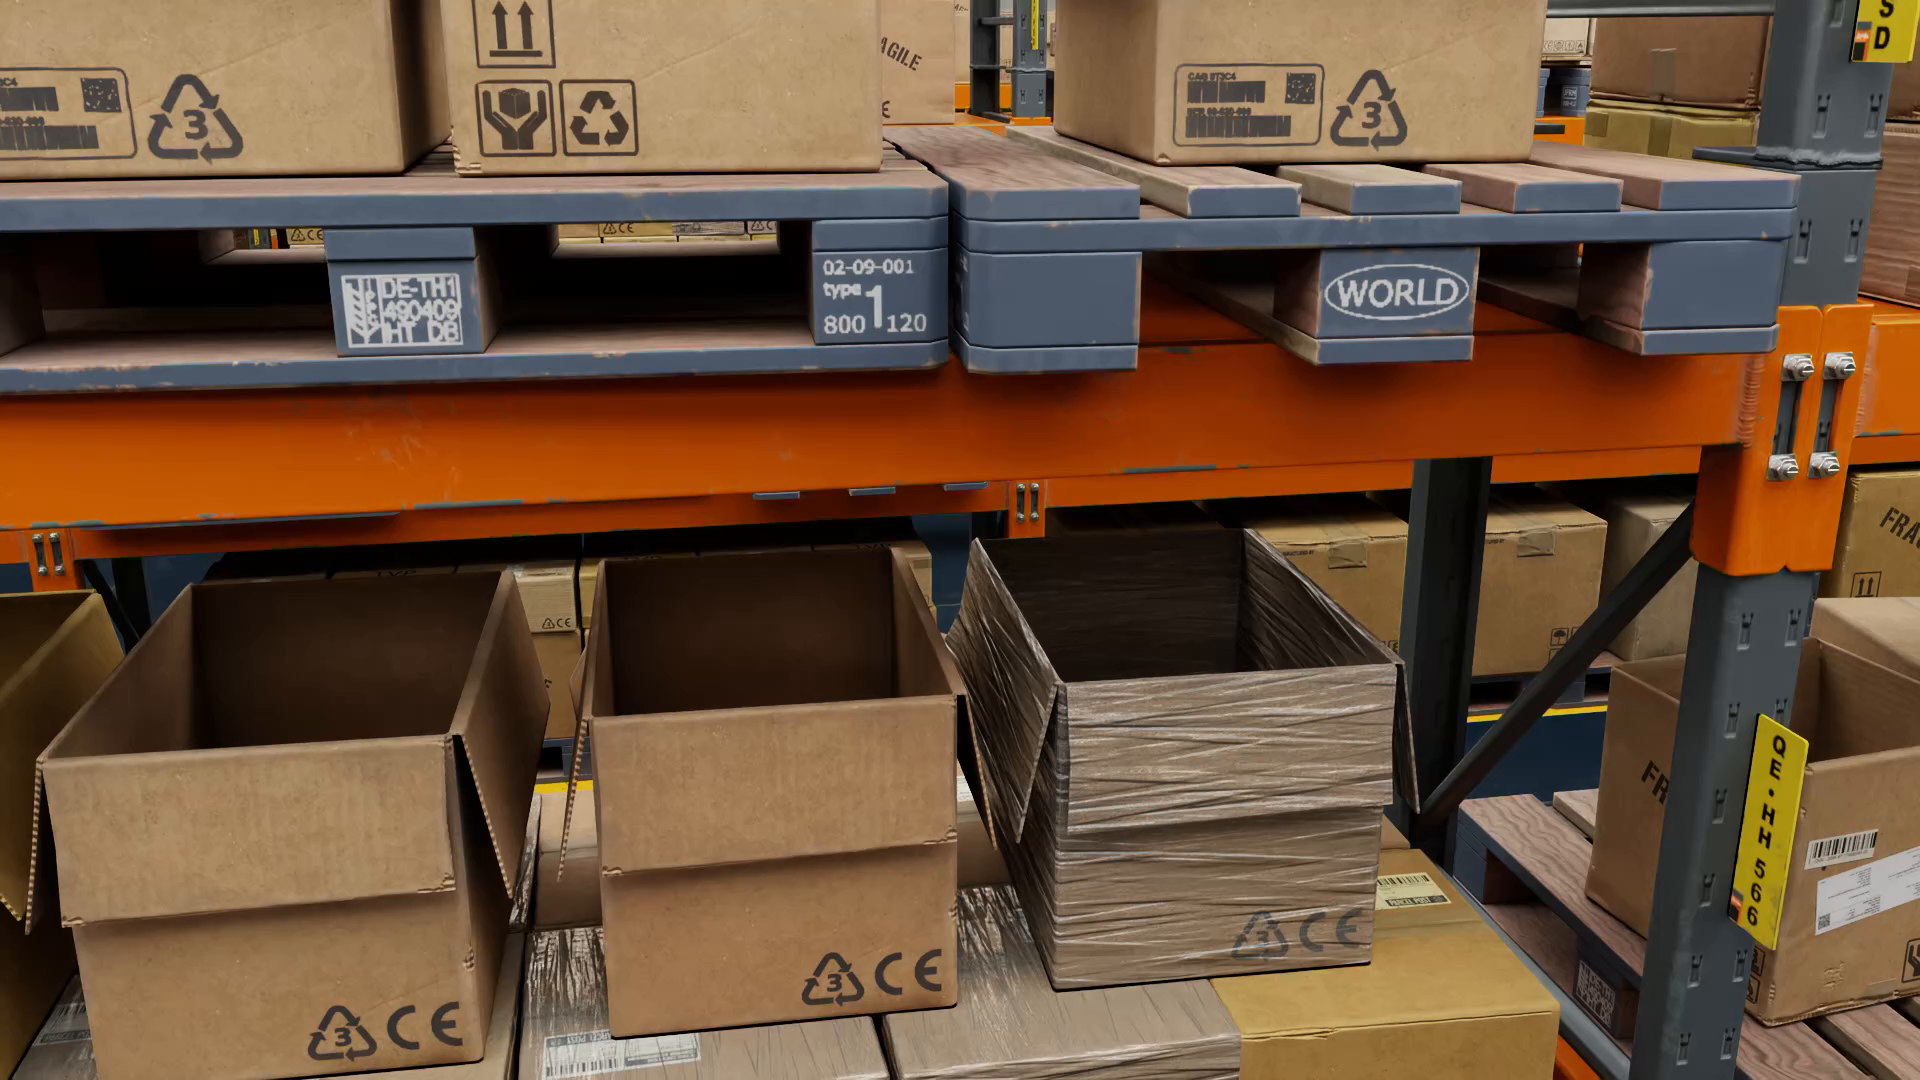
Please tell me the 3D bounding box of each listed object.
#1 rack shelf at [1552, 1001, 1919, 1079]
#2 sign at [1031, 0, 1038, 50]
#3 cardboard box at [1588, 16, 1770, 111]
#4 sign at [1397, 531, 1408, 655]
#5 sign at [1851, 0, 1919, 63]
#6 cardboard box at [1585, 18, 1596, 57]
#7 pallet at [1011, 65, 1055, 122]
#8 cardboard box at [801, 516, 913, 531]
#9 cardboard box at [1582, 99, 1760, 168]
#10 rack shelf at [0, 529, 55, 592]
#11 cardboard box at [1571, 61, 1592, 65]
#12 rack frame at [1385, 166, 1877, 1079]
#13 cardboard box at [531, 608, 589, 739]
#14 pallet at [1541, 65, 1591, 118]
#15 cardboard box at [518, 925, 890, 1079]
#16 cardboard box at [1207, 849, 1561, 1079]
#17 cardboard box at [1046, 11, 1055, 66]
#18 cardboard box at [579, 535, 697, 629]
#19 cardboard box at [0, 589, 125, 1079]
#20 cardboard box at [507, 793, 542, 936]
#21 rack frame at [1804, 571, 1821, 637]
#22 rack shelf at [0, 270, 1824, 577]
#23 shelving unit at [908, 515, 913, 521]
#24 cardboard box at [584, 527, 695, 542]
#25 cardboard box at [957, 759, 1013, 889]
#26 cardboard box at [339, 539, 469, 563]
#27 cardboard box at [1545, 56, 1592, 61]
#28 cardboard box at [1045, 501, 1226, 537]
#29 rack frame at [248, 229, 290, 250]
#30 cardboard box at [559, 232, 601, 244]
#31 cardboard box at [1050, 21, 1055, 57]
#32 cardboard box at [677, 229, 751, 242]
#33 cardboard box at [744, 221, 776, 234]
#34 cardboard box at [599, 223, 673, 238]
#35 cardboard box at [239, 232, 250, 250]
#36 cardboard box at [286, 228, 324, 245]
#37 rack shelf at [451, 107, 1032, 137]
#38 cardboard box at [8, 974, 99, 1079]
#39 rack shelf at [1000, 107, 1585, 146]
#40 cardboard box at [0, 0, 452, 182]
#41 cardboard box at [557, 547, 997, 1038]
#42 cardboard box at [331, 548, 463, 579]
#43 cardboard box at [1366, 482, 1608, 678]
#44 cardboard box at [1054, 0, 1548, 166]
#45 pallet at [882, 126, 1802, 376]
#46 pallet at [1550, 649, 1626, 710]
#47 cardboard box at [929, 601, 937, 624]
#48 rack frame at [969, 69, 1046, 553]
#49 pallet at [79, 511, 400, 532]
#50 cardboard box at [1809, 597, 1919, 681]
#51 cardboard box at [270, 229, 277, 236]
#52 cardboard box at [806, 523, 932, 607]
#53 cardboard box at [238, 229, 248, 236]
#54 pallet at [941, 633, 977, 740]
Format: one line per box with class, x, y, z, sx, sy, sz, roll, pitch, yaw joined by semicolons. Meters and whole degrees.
rack shelf;3.006;1.044;3.530;4.000;0.370;1.077;-3;17;-10
sign;0.302;-2.149;6.709;0.005;0.325;0.100;-3;17;-10
cardboard box;1.464;-1.008;2.854;0.500;0.500;0.500;-3;17;-9
sign;0.930;0.140;3.411;0.005;0.325;0.100;-3;17;-10
sign;1.140;-0.747;2.011;0.005;0.325;0.100;-3;17;-10
cardboard box;2.958;-2.325;7.535;0.500;0.250;0.500;-3;17;-11
pallet;0.823;-2.019;7.489;1.003;0.211;1.213;-2;17;-8
cardboard box;-0.522;-0.020;8.032;0.500;0.250;0.500;-4;18;-13
cardboard box;1.463;-0.648;2.959;0.500;0.250;0.500;-3;17;-10
rack shelf;-5.690;0.054;6.753;4.000;0.370;1.077;-3;17;-10
cardboard box;4.725;-3.575;12.662;0.250;0.149;0.380;-4;17;-12
rack frame;1.043;0.811;3.061;0.127;3.000;1.000;-3;17;-10
cardboard box;-1.920;0.565;7.405;0.500;0.500;0.500;-3;17;-9
pallet;3.237;-2.124;7.836;1.217;0.209;0.805;-4;18;-13
cardboard box;-0.395;0.918;2.543;0.500;0.500;0.500;-4;17;-12
cardboard box;0.605;0.862;2.725;0.500;0.500;0.500;-3;17;-9
cardboard box;0.655;-3.622;12.210;0.637;0.503;0.797;-3;17;-10
cardboard box;-1.417;0.180;7.381;0.500;0.250;0.500;-3;17;-9
cardboard box;-1.583;0.434;2.411;0.637;0.503;0.797;-3;17;-10
cardboard box;-0.986;0.798;2.933;0.500;0.500;0.500;-3;17;-10
rack frame;4.128;-0.847;8.460;0.127;3.000;1.000;-3;17;-10
rack shelf;-0.921;-0.167;2.364;4.000;0.370;1.077;-3;17;-10
shelving unit;0.007;-0.717;10.593;0.755;1.500;0.431;-3;17;-10
cardboard box;-1.508;0.032;7.863;0.500;0.250;0.500;-3;17;-10
cardboard box;0.008;0.742;3.118;0.500;0.500;0.500;-4;17;-12
cardboard box;-2.536;0.095;7.658;0.500;0.250;0.500;-2;17;-8
cardboard box;4.573;-3.774;12.630;0.500;0.250;0.500;-3;17;-10
cardboard box;0.816;0.243;8.030;0.750;0.750;1.050;-3;17;-11
rack frame;-4.765;-1.823;11.637;0.127;3.000;1.000;-3;17;-10
cardboard box;-2.776;-2.020;11.682;0.500;0.250;0.500;-4;17;-12
cardboard box;0.559;-2.159;7.166;0.250;0.149;0.380;-4;18;-13
cardboard box;-1.767;-2.083;11.888;0.500;0.250;0.500;-4;17;-12
cardboard box;-1.295;-2.467;11.862;0.500;0.500;0.500;-4;17;-12
cardboard box;-2.287;-2.410;11.677;0.500;0.500;0.500;-3;17;-10
cardboard box;-5.275;-1.920;11.783;0.500;0.500;0.500;-3;17;-9
cardboard box;-4.278;-2.290;11.286;0.500;0.500;0.500;-3;17;-10
rack shelf;-1.763;-1.603;7.038;4.000;0.370;1.077;-3;17;-10
cardboard box;-1.401;0.977;2.352;0.500;0.500;0.500;-4;17;-12
rack shelf;2.165;-1.826;7.763;4.000;0.370;1.077;-3;17;-10
cardboard box;-0.959;-0.753;2.154;0.637;0.503;0.797;-3;17;-11
cardboard box;-0.319;0.356;2.666;0.637;0.503;0.797;-3;17;-9
cardboard box;-2.429;0.239;7.190;0.500;0.250;0.500;-3;17;-9
cardboard box;2.588;0.141;8.361;0.750;0.750;1.050;-3;17;-10
cardboard box;0.457;-0.818;2.366;0.637;0.503;0.797;-2;17;-7
pallet;0.420;-0.481;2.482;1.003;0.211;1.213;-2;17;-8
pallet;3.385;0.551;8.659;1.213;0.211;1.003;-3;17;-10
cardboard box;-0.396;0.482;7.676;0.500;0.500;0.500;-3;17;-11
rack frame;0.201;-0.624;7.735;0.127;3.000;1.000;-3;17;-10
pallet;-2.949;-0.310;7.040;1.213;0.211;1.003;-3;17;-10
cardboard box;2.094;0.461;3.316;0.500;0.500;0.700;-1;17;-2
cardboard box;-6.477;-3.001;15.900;0.250;0.149;0.380;-3;17;-9
cardboard box;-0.421;0.125;7.560;0.500;0.250;0.500;-4;17;-12
cardboard box;-5.278;-2.392;11.617;0.500;0.500;0.500;-3;17;-10
pallet;-0.567;0.752;8.004;1.213;0.211;1.003;-3;17;-10
